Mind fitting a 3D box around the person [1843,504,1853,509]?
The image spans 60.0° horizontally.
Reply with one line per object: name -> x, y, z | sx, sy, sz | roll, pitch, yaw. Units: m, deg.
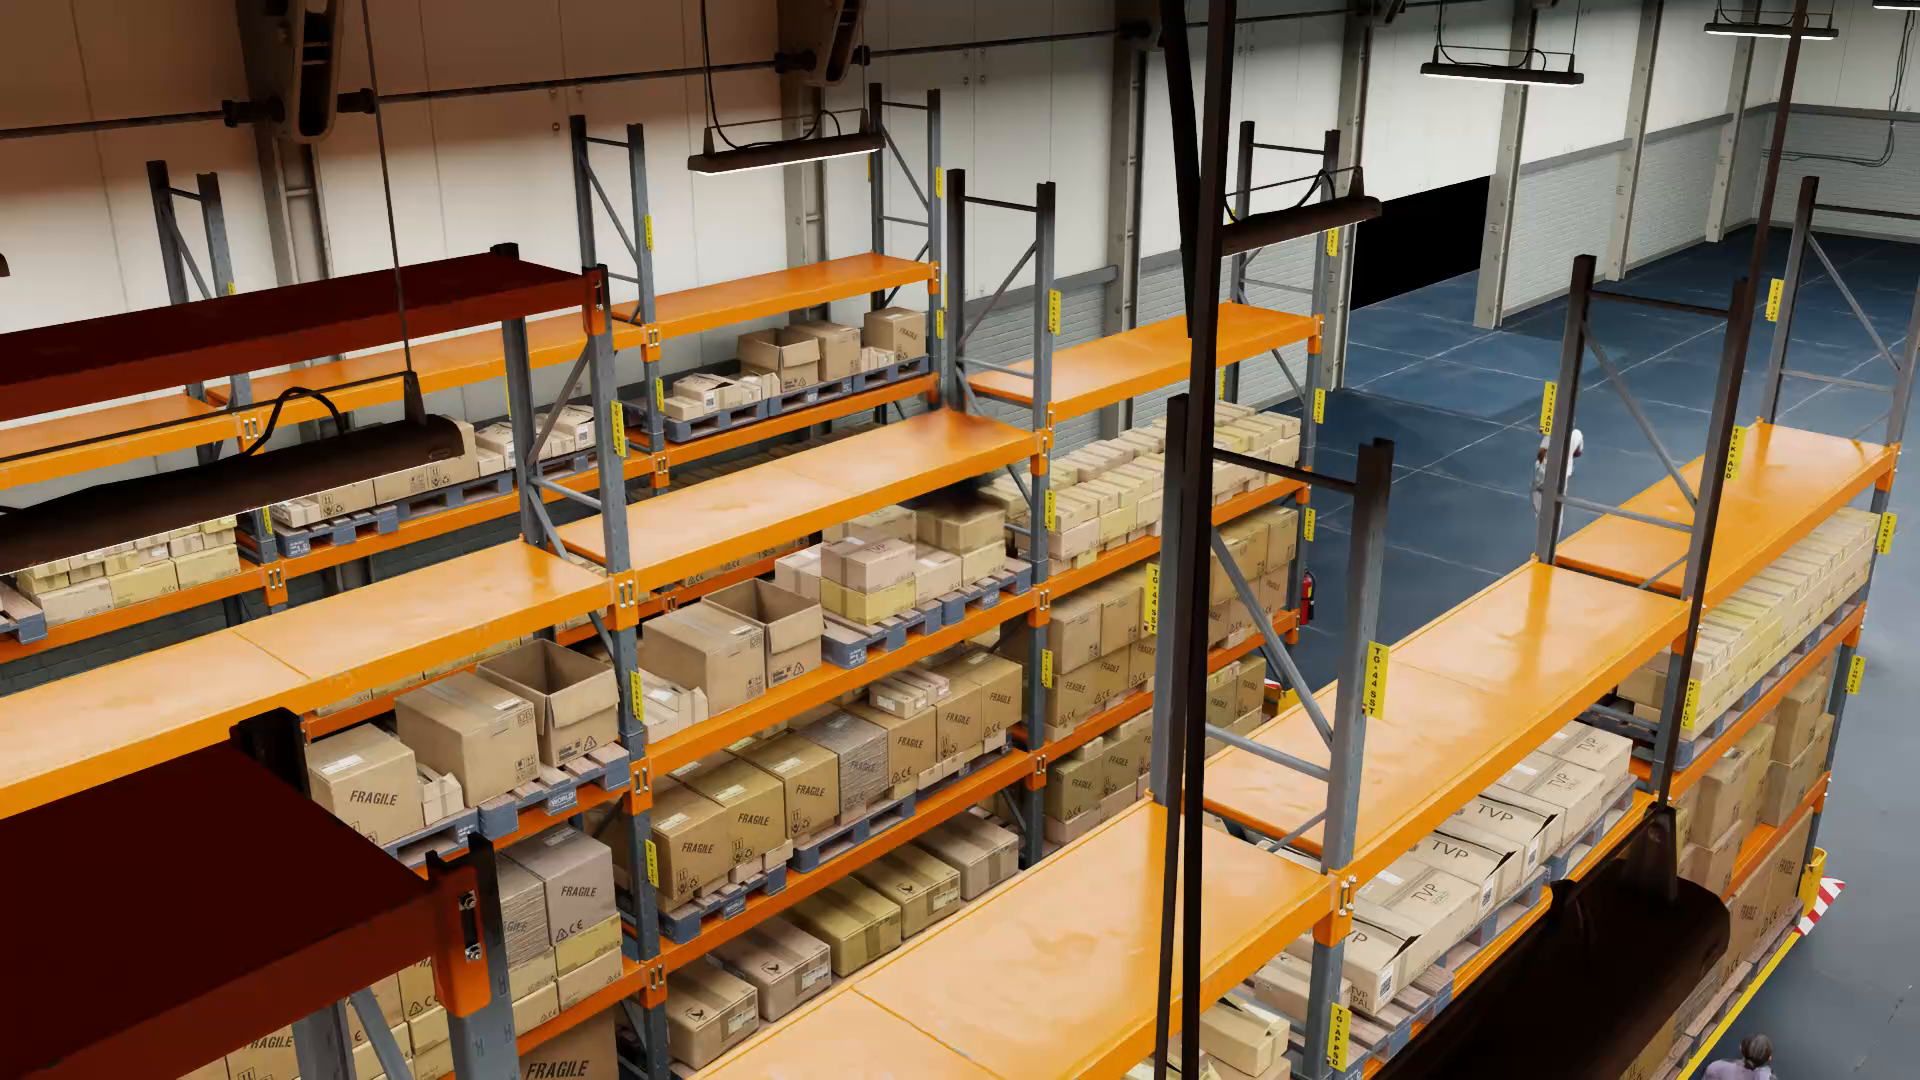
person -> 10.025, 0.308, 19.097 | 0.536, 1.555, 0.544 | -6, 22, -15

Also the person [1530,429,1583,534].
person -> 7.806, -0.907, 21.916 | 0.662, 1.779, 0.652 | -1, 21, -2

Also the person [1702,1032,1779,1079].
person -> 4.803, 3.709, 10.214 | 0.577, 1.660, 0.672 | 14, 25, 32
